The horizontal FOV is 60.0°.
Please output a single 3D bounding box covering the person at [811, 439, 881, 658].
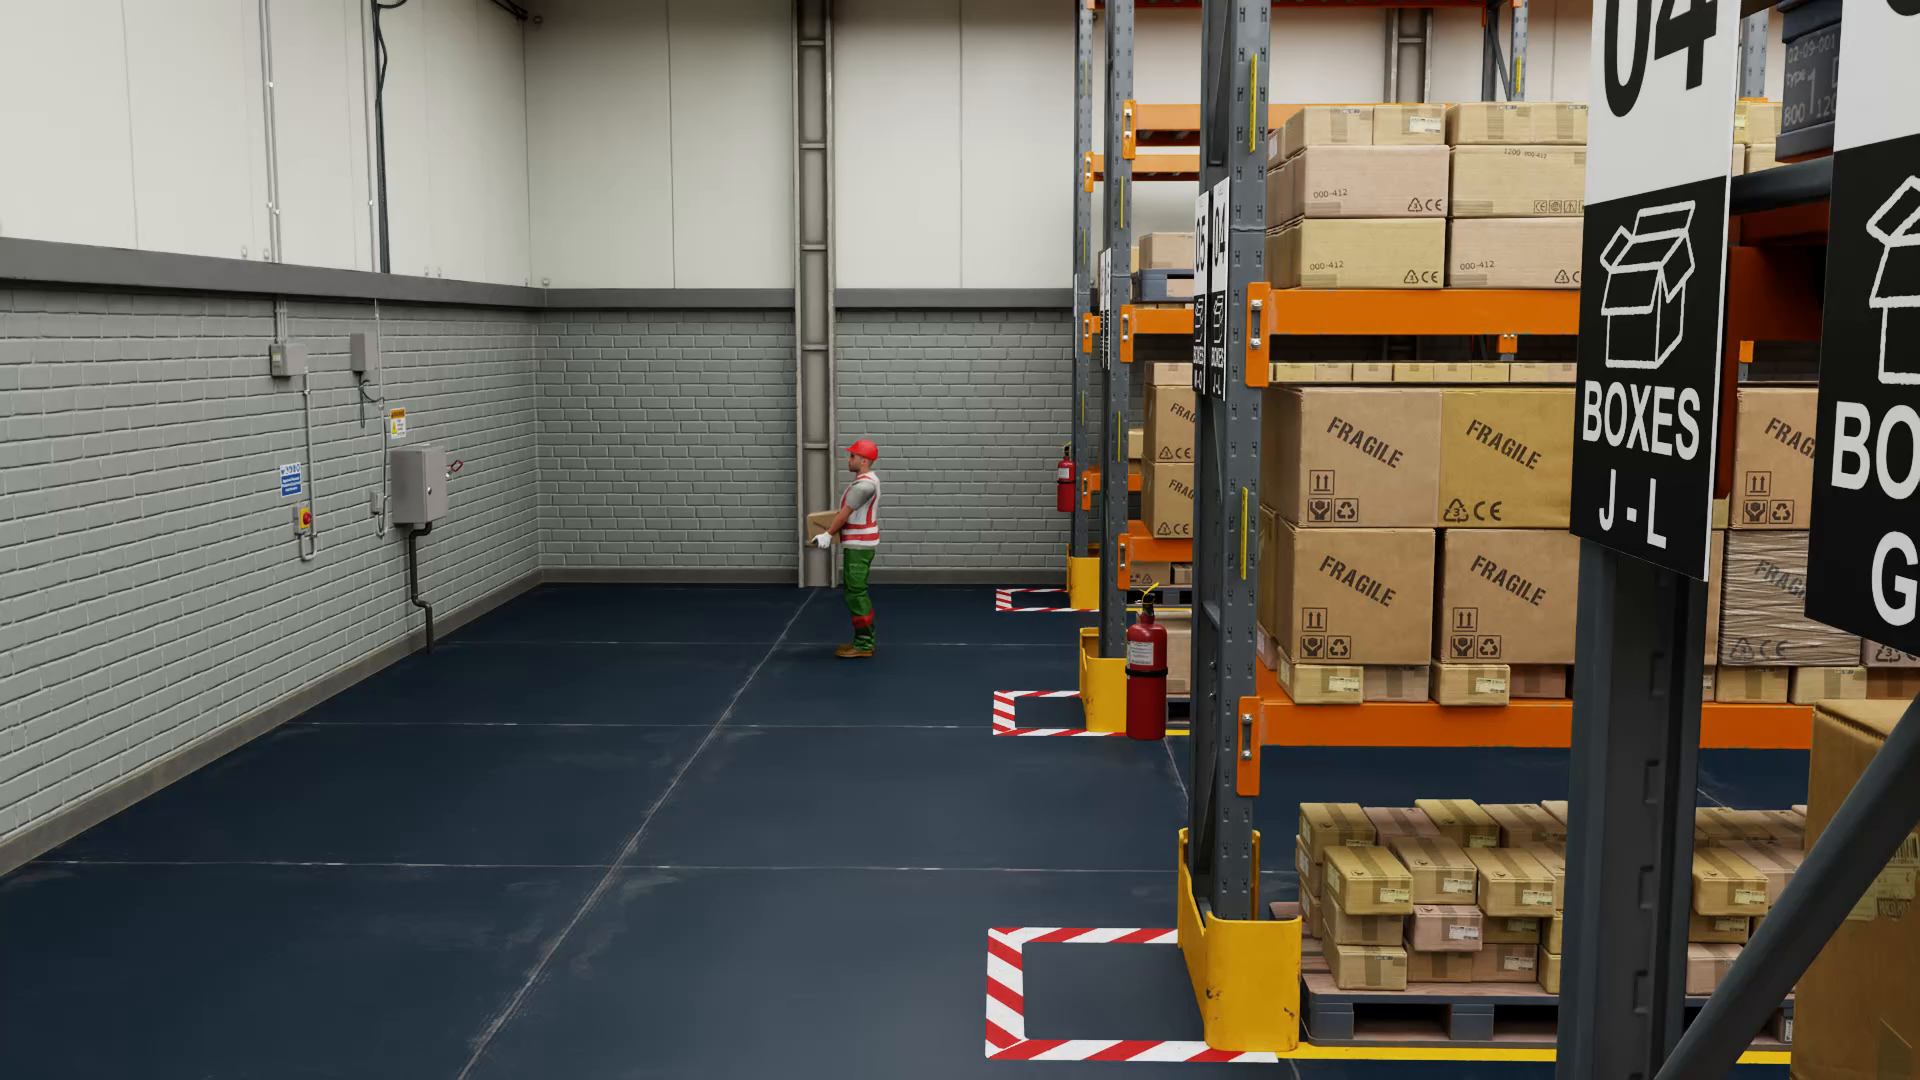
[{"bbox_3d":[-0.933,0.065,13.661,0.555,1.784,0.494,0,7,2],"label":"person"}]
